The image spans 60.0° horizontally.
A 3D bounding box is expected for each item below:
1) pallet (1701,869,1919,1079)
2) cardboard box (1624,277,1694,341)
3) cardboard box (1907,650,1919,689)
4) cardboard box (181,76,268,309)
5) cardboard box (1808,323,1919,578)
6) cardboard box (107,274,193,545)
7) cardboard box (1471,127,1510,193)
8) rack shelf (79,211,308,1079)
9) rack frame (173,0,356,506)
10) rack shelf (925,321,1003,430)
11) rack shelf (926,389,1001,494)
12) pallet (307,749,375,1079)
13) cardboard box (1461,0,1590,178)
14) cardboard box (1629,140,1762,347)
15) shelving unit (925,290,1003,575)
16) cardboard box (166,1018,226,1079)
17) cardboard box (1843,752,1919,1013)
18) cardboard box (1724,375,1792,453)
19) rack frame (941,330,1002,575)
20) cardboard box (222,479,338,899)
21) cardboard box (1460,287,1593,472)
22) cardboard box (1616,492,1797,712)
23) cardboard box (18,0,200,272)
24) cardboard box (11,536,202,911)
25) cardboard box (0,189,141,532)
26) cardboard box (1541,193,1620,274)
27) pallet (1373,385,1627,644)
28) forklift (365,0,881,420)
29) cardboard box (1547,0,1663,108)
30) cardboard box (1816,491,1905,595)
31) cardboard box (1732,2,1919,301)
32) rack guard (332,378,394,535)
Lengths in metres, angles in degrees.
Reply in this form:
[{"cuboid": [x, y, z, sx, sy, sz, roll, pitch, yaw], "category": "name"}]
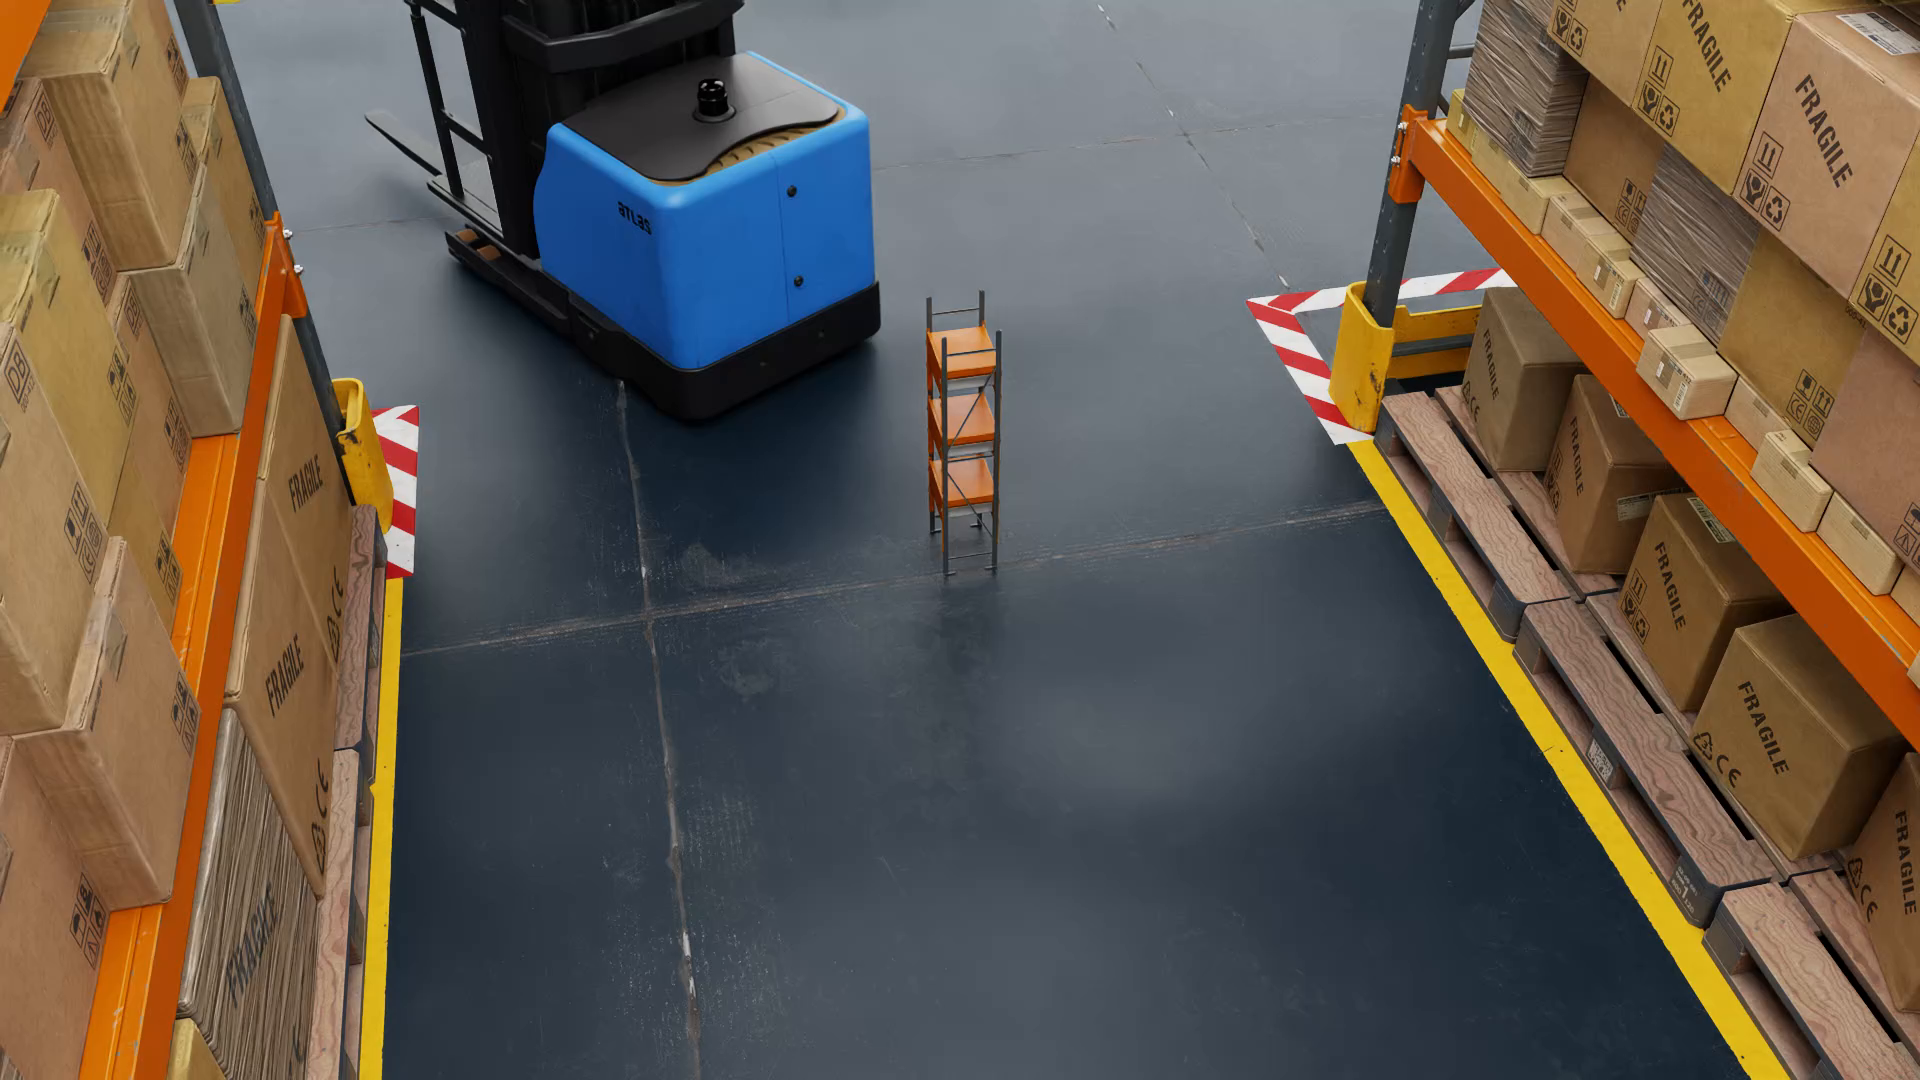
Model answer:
[{"cuboid": [2.802, 1.413, 4.499, 1.003, 0.211, 1.213, -8, 42, -9], "category": "pallet"}, {"cuboid": [2.223, -0.670, 4.935, 0.380, 0.149, 0.250, -8, 42, -9], "category": "cardboard box"}, {"cuboid": [2.445, 0.317, 3.823, 0.380, 0.149, 0.250, -8, 42, -9], "category": "cardboard box"}, {"cuboid": [-2.623, -0.969, 4.970, 0.875, 0.550, 0.550, -8, 42, -9], "category": "cardboard box"}, {"cuboid": [2.665, -0.288, 4.015, 0.875, 0.500, 0.500, -8, 42, -9], "category": "cardboard box"}, {"cuboid": [-2.485, -0.235, 4.142, 0.875, 0.550, 0.550, -8, 42, -9], "category": "cardboard box"}, {"cuboid": [1.982, -1.315, 5.661, 0.380, 0.149, 0.250, -8, 42, -9], "category": "cardboard box"}, {"cuboid": [-2.315, 0.418, 4.061, 1.077, 0.370, 4.000, -8, 42, -9], "category": "rack shelf"}, {"cuboid": [-2.747, -1.147, 5.283, 1.000, 3.000, 0.127, -8, 42, -9], "category": "rack frame"}, {"cuboid": [0.012, -0.562, 5.681, 0.215, 0.259, 0.240, -8, 42, -9], "category": "rack shelf"}, {"cuboid": [0.012, -0.350, 5.869, 0.215, 0.259, 0.240, -8, 42, -9], "category": "rack shelf"}, {"cuboid": [-2.238, 1.192, 4.748, 1.003, 0.211, 1.213, -8, 42, -9], "category": "pallet"}, {"cuboid": [2.210, -1.581, 5.472, 0.875, 0.500, 0.500, -8, 42, -9], "category": "cardboard box"}, {"cuboid": [2.500, -0.944, 4.754, 0.875, 0.500, 0.500, -8, 42, -9], "category": "cardboard box"}, {"cuboid": [0.012, -0.358, 5.862, 0.215, 1.050, 0.252, -8, 42, -9], "category": "shelving unit"}, {"cuboid": [-1.951, 1.665, 3.399, 0.875, 0.875, 0.875, -8, 42, -9], "category": "cardboard box"}, {"cuboid": [2.803, 0.943, 4.495, 0.500, 0.500, 0.500, 4, 42, 4], "category": "cardboard box"}, {"cuboid": [2.359, -0.350, 4.575, 0.380, 0.149, 0.250, -8, 42, -9], "category": "cardboard box"}, {"cuboid": [0.038, -0.279, 5.773, 0.200, 1.050, 0.008, -8, 42, -9], "category": "rack frame"}, {"cuboid": [-2.344, 0.490, 4.722, 0.875, 0.875, 0.875, -9, 42, -10], "category": "cardboard box"}, {"cuboid": [2.236, -0.608, 6.242, 0.500, 0.500, 0.500, -1, 42, -1], "category": "cardboard box"}, {"cuboid": [2.515, 0.183, 5.350, 0.500, 0.500, 0.500, -5, 42, -5], "category": "cardboard box"}, {"cuboid": [-2.496, -1.018, 4.211, 0.875, 0.550, 0.550, -8, 42, -9], "category": "cardboard box"}, {"cuboid": [-2.118, 0.432, 3.391, 0.875, 0.550, 0.550, -8, 42, -9], "category": "cardboard box"}, {"cuboid": [-2.266, -0.311, 3.414, 0.875, 0.550, 0.500, -8, 42, -9], "category": "cardboard box"}, {"cuboid": [2.095, -0.992, 5.297, 0.380, 0.149, 0.250, -8, 42, -9], "category": "cardboard box"}, {"cuboid": [2.275, -0.169, 6.281, 1.003, 0.211, 1.213, -8, 42, -9], "category": "pallet"}, {"cuboid": [-1.709, -2.471, 6.826, 1.130, 2.935, 3.031, -31, 50, -30], "category": "forklift"}, {"cuboid": [2.071, -1.594, 4.734, 0.500, 0.500, 0.500, -8, 42, -9], "category": "cardboard box"}, {"cuboid": [2.426, -0.020, 4.203, 0.380, 0.149, 0.250, -8, 42, -9], "category": "cardboard box"}, {"cuboid": [2.295, -0.947, 4.005, 0.500, 0.500, 0.500, -8, 42, -9], "category": "cardboard box"}, {"cuboid": [-2.752, -0.228, 6.130, 1.175, 0.500, 0.348, -8, 42, -9], "category": "rack guard"}]
